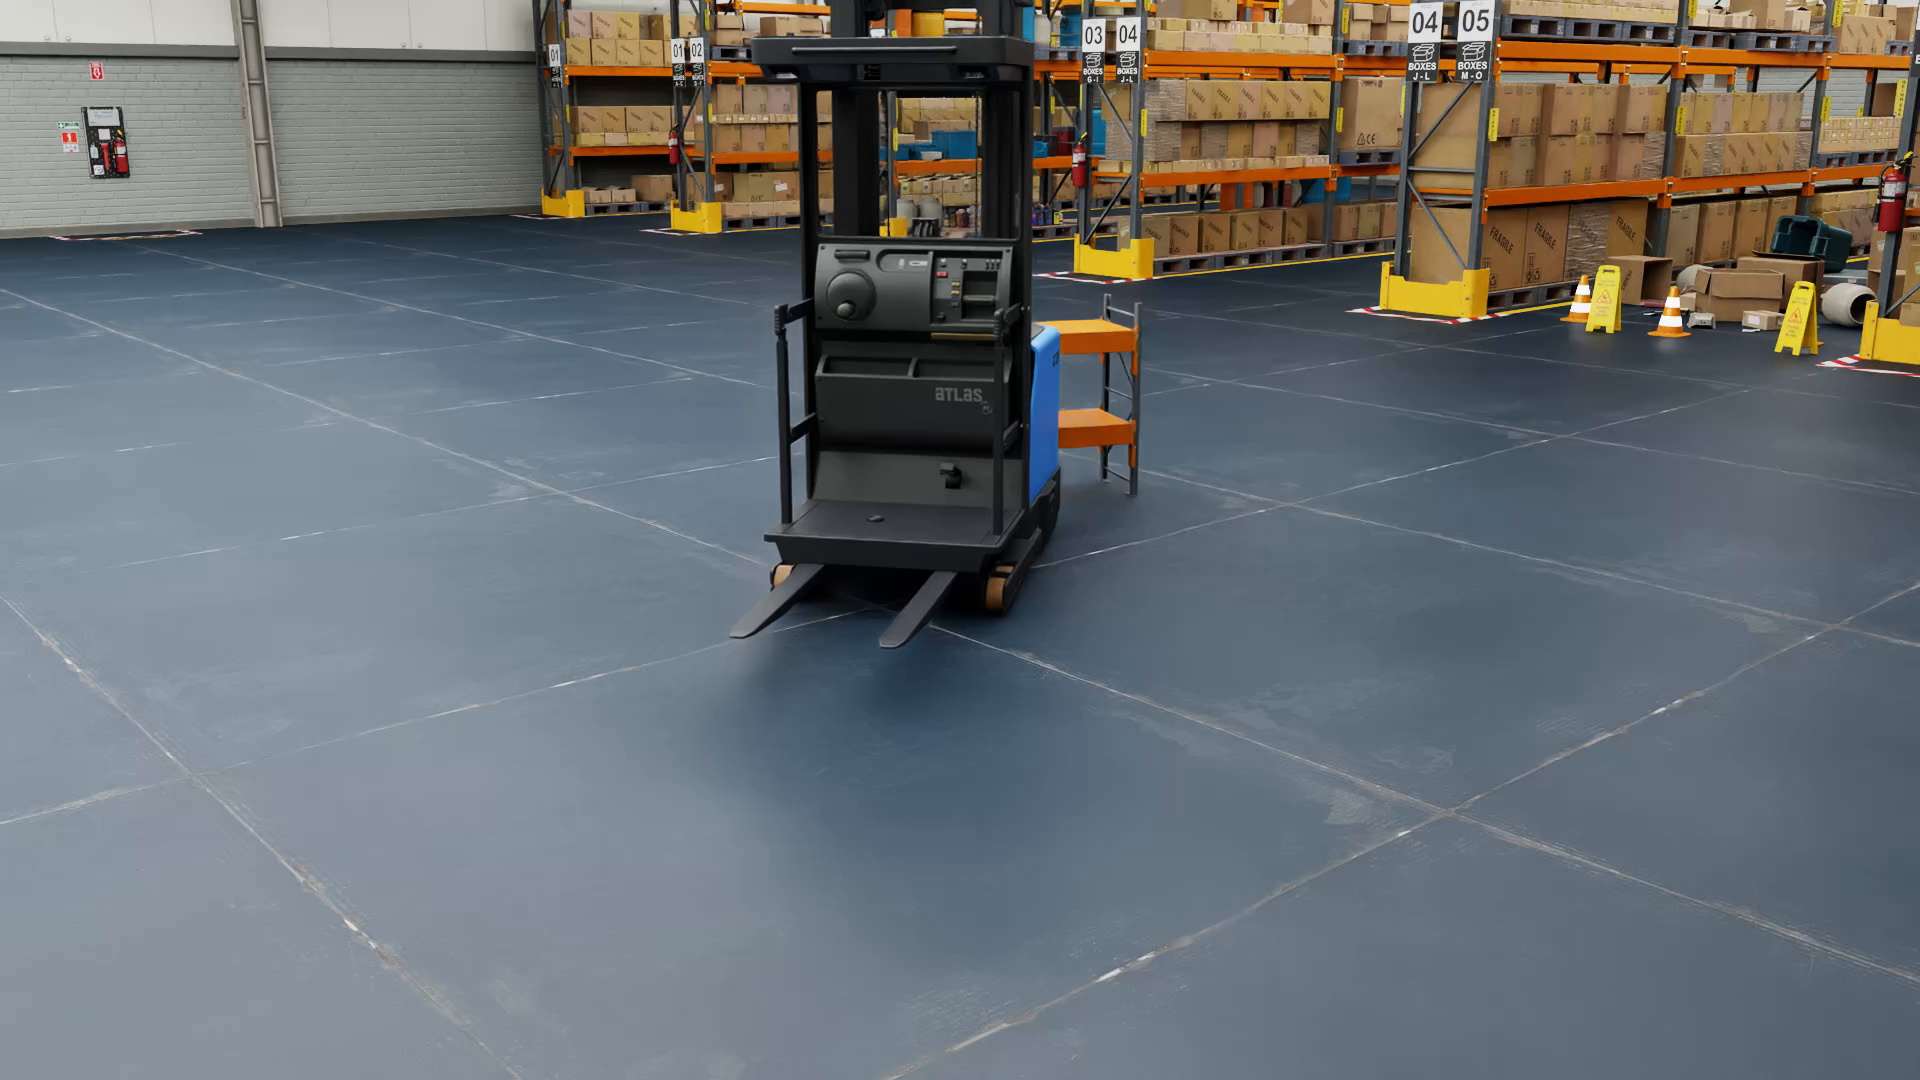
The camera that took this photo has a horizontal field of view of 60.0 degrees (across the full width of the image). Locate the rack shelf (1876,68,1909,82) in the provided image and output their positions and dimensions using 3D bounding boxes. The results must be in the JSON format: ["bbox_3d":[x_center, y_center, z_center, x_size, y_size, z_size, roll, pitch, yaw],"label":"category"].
[{"bbox_3d":[15.681,-7.393,26.196,4.000,0.370,1.077,-13,19,-39],"label":"rack shelf"}]

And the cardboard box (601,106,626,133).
[{"bbox_3d":[-6.878,-8.199,32.431,0.500,0.500,0.500,-13,19,-39],"label":"cardboard box"}]

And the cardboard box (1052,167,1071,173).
[{"bbox_3d":[2.066,-7.769,34.559,0.500,0.250,0.500,-12,19,-37],"label":"cardboard box"}]

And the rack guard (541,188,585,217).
[{"bbox_3d":[-7.757,-6.601,32.492,0.348,0.500,1.175,-13,19,-39],"label":"rack guard"}]

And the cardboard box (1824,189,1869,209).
[{"bbox_3d":[12.598,-4.869,23.744,0.500,0.250,0.500,-12,19,-39],"label":"cardboard box"}]

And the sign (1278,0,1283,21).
[{"bbox_3d":[4.591,-7.577,23.725,0.005,0.325,0.100,-13,19,-39],"label":"sign"}]

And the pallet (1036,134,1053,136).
[{"bbox_3d":[1.941,-8.223,34.093,1.003,0.211,1.213,-13,19,-39],"label":"pallet"}]

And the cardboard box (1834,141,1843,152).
[{"bbox_3d":[12.031,-5.484,23.142,0.250,0.149,0.380,-11,19,-37],"label":"cardboard box"}]

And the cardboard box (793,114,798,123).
[{"bbox_3d":[-2.962,-7.478,29.483,0.250,0.149,0.380,-12,19,-39],"label":"cardboard box"}]

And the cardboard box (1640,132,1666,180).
[{"bbox_3d":[7.867,-4.605,19.887,0.550,0.550,0.875,-13,19,-39],"label":"cardboard box"}]

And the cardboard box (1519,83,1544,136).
[{"bbox_3d":[5.780,-4.680,18.076,0.550,0.550,0.875,-13,19,-39],"label":"cardboard box"}]

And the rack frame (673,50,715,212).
[{"bbox_3d":[-4.560,-6.832,28.513,0.127,3.000,1.000,-13,19,-39],"label":"rack frame"}]

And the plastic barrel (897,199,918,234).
[{"bbox_3d":[-0.865,-4.994,25.641,0.421,0.512,0.421,0,15,0],"label":"plastic barrel"}]

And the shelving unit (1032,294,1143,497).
[{"bbox_3d":[0.459,-0.815,9.622,1.048,1.125,0.538,-5,16,-17],"label":"shelving unit"}]

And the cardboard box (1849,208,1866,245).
[{"bbox_3d":[12.617,-4.514,23.867,0.500,0.500,0.500,-13,20,-41],"label":"cardboard box"}]

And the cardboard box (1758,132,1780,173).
[{"bbox_3d":[10.237,-5.026,21.559,0.500,0.500,0.500,-13,20,-40],"label":"cardboard box"}]

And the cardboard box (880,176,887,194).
[{"bbox_3d":[-1.425,-6.779,31.744,0.500,0.311,0.500,-13,19,-39],"label":"cardboard box"}]

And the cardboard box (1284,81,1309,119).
[{"bbox_3d":[4.423,-6.040,22.843,0.500,0.500,0.500,-13,19,-39],"label":"cardboard box"}]

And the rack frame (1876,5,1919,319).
[{"bbox_3d":[8.446,-2.973,14.068,0.127,3.000,1.000,-13,19,-39],"label":"rack frame"}]

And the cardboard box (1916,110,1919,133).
[{"bbox_3d":[8.688,-3.777,14.371,0.500,0.500,0.700,-13,20,-41],"label":"cardboard box"}]

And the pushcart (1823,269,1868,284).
[{"bbox_3d":[9.929,-2.819,18.573,1.648,0.377,0.936,8,17,28],"label":"pushcart"}]

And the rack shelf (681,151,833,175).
[{"bbox_3d":[-3.051,-6.823,29.875,4.000,0.370,1.077,-13,19,-39],"label":"rack shelf"}]

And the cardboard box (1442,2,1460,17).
[{"bbox_3d":[5.148,-5.621,17.648,0.250,0.149,0.380,-13,20,-39],"label":"cardboard box"}]

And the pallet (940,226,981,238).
[{"bbox_3d":[0.252,-4.884,26.624,1.213,0.211,1.003,-13,19,-39],"label":"pallet"}]

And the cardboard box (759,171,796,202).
[{"bbox_3d":[-3.265,-6.288,29.540,0.500,0.500,0.500,-13,19,-39],"label":"cardboard box"}]

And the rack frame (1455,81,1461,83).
[{"bbox_3d":[10.759,-8.577,35.048,0.127,3.000,1.000,-13,19,-39],"label":"rack frame"}]

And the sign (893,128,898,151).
[{"bbox_3d":[-0.953,-5.893,24.461,0.005,0.325,0.100,-13,19,-39],"label":"sign"}]

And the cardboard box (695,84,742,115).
[{"bbox_3d":[-4.159,-7.592,28.653,0.500,0.500,0.700,-13,19,-39],"label":"cardboard box"}]

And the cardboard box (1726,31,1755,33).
[{"bbox_3d":[10.087,-6.738,21.634,0.500,0.250,0.500,-12,19,-38],"label":"cardboard box"}]

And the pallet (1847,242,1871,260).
[{"bbox_3d":[12.665,-4.265,24.310,1.213,0.211,1.003,-13,19,-39],"label":"pallet"}]

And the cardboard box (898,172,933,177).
[{"bbox_3d":[-1.138,-8.414,37.789,0.750,0.750,0.750,-13,20,-40],"label":"cardboard box"}]

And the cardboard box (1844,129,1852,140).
[{"bbox_3d":[12.244,-5.678,23.291,0.250,0.149,0.380,-13,19,-39],"label":"cardboard box"}]

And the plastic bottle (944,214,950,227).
[{"bbox_3d":[-0.213,-5.124,26.689,0.097,0.201,0.097,0,15,0],"label":"plastic bottle"}]

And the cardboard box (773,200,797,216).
[{"bbox_3d":[-3.257,-5.924,29.628,0.500,0.250,0.500,-13,19,-39],"label":"cardboard box"}]

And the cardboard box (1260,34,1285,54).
[{"bbox_3d":[4.003,-6.655,22.330,0.500,0.250,0.500,-13,20,-40],"label":"cardboard box"}]

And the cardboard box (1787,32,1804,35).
[{"bbox_3d":[11.419,-6.919,22.833,0.500,0.500,0.500,-13,19,-39],"label":"cardboard box"}]

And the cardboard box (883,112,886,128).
[{"bbox_3d":[-1.596,-9.484,37.633,0.500,0.500,0.500,-12,19,-39],"label":"cardboard box"}]

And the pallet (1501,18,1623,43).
[{"bbox_3d":[6.593,-5.662,18.492,1.213,0.211,1.003,-13,19,-39],"label":"pallet"}]

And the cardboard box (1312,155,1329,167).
[{"bbox_3d":[4.989,-5.365,23.510,0.250,0.149,0.380,-13,19,-39],"label":"cardboard box"}]

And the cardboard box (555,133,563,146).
[{"bbox_3d":[-7.589,-7.849,32.576,0.500,0.250,0.500,-12,19,-39],"label":"cardboard box"}]

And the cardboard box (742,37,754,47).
[{"bbox_3d":[-3.557,-8.595,28.704,0.250,0.149,0.380,-13,19,-39],"label":"cardboard box"}]

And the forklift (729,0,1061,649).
[{"bbox_3d":[-0.259,-1.189,7.523,1.130,2.935,3.031,3,15,12],"label":"forklift"}]

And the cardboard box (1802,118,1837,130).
[{"bbox_3d":[11.832,-5.730,22.911,0.250,0.149,0.380,-13,20,-41],"label":"cardboard box"}]

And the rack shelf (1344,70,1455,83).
[{"bbox_3d":[9.250,-9.340,33.485,4.000,0.370,1.077,-13,19,-39],"label":"rack shelf"}]

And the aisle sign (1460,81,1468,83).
[{"bbox_3d":[10.618,-9.903,34.975,0.004,0.787,0.394,-13,19,-39],"label":"aisle sign"}]

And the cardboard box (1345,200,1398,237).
[{"bbox_3d":[6.229,-4.857,25.111,0.700,0.500,0.500,14,20,42],"label":"cardboard box"}]

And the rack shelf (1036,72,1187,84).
[{"bbox_3d":[2.984,-9.627,34.561,4.000,0.370,1.077,-13,19,-39],"label":"rack shelf"}]

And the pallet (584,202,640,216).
[{"bbox_3d":[-7.121,-6.592,33.019,1.213,0.211,1.003,-13,19,-39],"label":"pallet"}]

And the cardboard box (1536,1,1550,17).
[{"bbox_3d":[5.970,-5.580,17.495,0.250,0.149,0.380,-13,19,-39],"label":"cardboard box"}]

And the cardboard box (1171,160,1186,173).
[{"bbox_3d":[2.711,-4.861,21.623,0.250,0.149,0.380,-13,19,-39],"label":"cardboard box"}]

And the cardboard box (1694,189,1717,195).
[{"bbox_3d":[13.580,-6.665,31.194,0.875,0.875,0.875,-13,19,-39],"label":"cardboard box"}]

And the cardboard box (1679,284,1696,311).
[{"bbox_3d":[8.050,-2.627,18.069,0.258,0.266,0.396,-9,17,-30],"label":"cardboard box"}]

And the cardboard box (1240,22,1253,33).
[{"bbox_3d":[3.650,-6.785,22.046,0.250,0.149,0.380,-14,20,-41],"label":"cardboard box"}]
